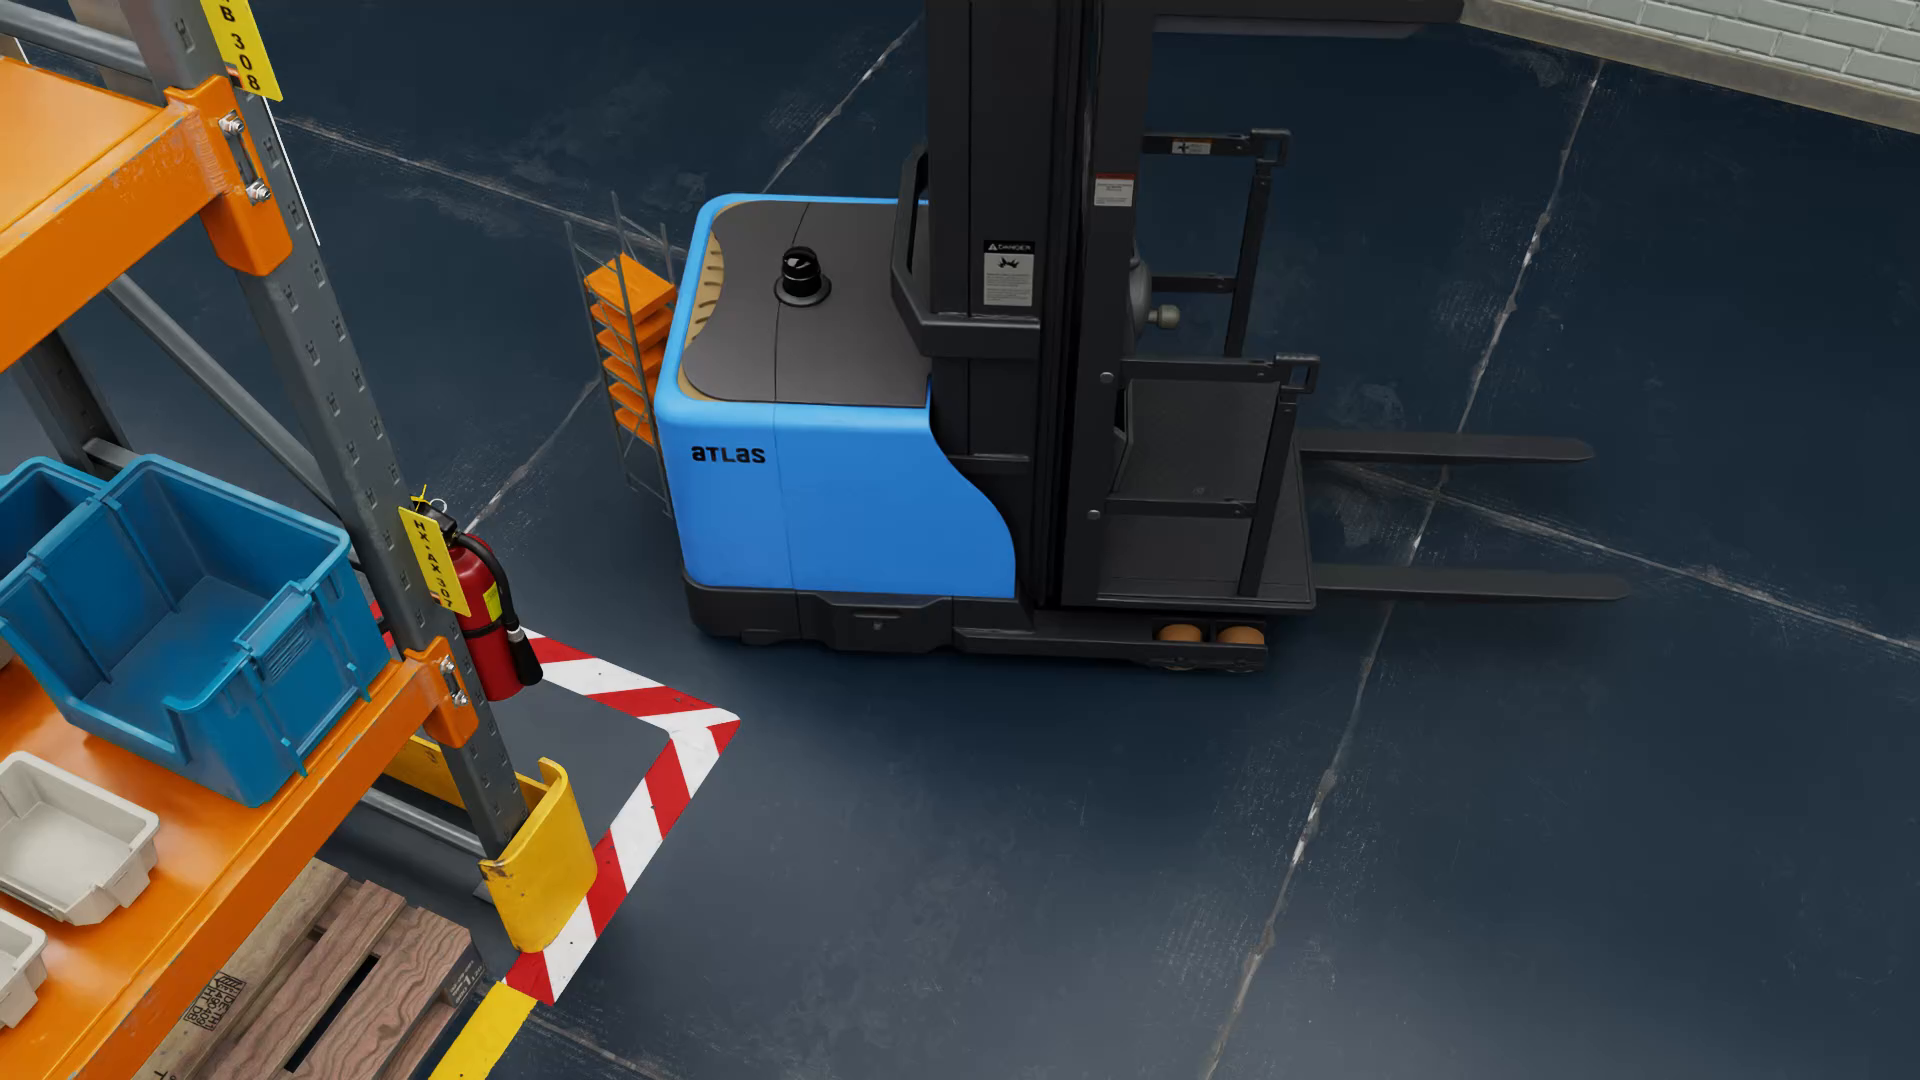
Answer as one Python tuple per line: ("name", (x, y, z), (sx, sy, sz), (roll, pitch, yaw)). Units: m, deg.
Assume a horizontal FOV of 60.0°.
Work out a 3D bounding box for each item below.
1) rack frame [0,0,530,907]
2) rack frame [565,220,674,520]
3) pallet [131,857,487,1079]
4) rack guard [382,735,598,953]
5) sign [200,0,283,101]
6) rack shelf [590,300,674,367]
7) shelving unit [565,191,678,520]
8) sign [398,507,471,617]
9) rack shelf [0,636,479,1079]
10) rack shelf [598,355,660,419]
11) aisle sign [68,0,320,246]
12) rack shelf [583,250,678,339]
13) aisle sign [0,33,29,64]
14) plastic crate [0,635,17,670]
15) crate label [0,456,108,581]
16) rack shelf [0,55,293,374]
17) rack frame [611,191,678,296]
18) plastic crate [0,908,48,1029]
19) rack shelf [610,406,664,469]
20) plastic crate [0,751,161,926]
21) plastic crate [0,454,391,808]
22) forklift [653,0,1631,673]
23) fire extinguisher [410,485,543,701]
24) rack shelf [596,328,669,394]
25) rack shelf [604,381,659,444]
("rack frame", (-1.649, -0.063, 3.834), (1.000, 3.000, 0.127), (20, 52, 16))
("rack frame", (-1.093, -0.515, 5.399), (0.240, 1.200, 0.006), (34, 58, 25))
("pallet", (-2.036, 1.395, 4.424), (1.003, 0.211, 1.213), (20, 52, 16))
("rack guard", (-1.650, 0.726, 4.804), (1.175, 0.500, 0.348), (20, 52, 16))
("sign", (-1.145, -0.834, 2.589), (0.100, 0.325, 0.005), (20, 52, 16))
("rack shelf", (-1.033, -0.693, 5.292), (0.258, 0.103, 0.180), (34, 58, 25))
("shelving unit", (-1.033, -0.568, 5.443), (0.258, 1.200, 0.189), (34, 58, 25))
("sign", (-1.145, 0.051, 3.630), (0.100, 0.325, 0.005), (20, 52, 16))
("rack shelf", (-2.503, 1.547, 2.937), (1.077, 0.370, 4.000), (20, 52, 16))
("rack shelf", (-1.033, -0.540, 5.477), (0.258, 0.103, 0.180), (34, 58, 25))
("aisle sign", (-1.353, -0.860, 2.805), (0.394, 0.787, 0.004), (20, 52, 16))
("rack shelf", (-1.033, -0.769, 5.199), (0.258, 0.103, 0.180), (34, 58, 25))
("aisle sign", (-1.887, -1.052, 2.969), (0.394, 0.787, 0.004), (20, 52, 16))
("plastic crate", (-2.264, 0.259, 3.694), (0.250, 0.136, 0.298), (20, 52, 16))
("crate label", (-2.052, 0.034, 3.822), (0.416, 0.233, 0.303), (20, 52, 16))
("rack shelf", (-2.503, 0.575, 1.794), (1.077, 0.370, 4.000), (20, 52, 16))
("rack frame", (-0.972, -0.621, 5.486), (0.240, 1.200, 0.006), (34, 58, 25))
("plastic crate", (-1.971, 0.818, 3.218), (0.396, 0.136, 0.243), (20, 52, 16))
("rack shelf", (-1.032, -0.387, 5.662), (0.258, 0.103, 0.180), (34, 58, 25))
("plastic crate", (-1.834, 0.623, 3.384), (0.396, 0.136, 0.243), (20, 52, 16))
("plastic crate", (-1.623, 0.197, 3.550), (0.616, 0.435, 0.499), (20, 52, 16))
("forklift", (0.647, -0.938, 4.623), (3.031, 2.935, 1.130), (2, 50, 2))
("fire extinguisher", (-1.174, 0.126, 3.969), (0.296, 0.674, 0.183), (20, 52, 16))
("rack shelf", (-1.033, -0.616, 5.384), (0.258, 0.103, 0.180), (34, 58, 25))
("rack shelf", (-1.032, -0.463, 5.569), (0.258, 0.103, 0.180), (34, 58, 25))
